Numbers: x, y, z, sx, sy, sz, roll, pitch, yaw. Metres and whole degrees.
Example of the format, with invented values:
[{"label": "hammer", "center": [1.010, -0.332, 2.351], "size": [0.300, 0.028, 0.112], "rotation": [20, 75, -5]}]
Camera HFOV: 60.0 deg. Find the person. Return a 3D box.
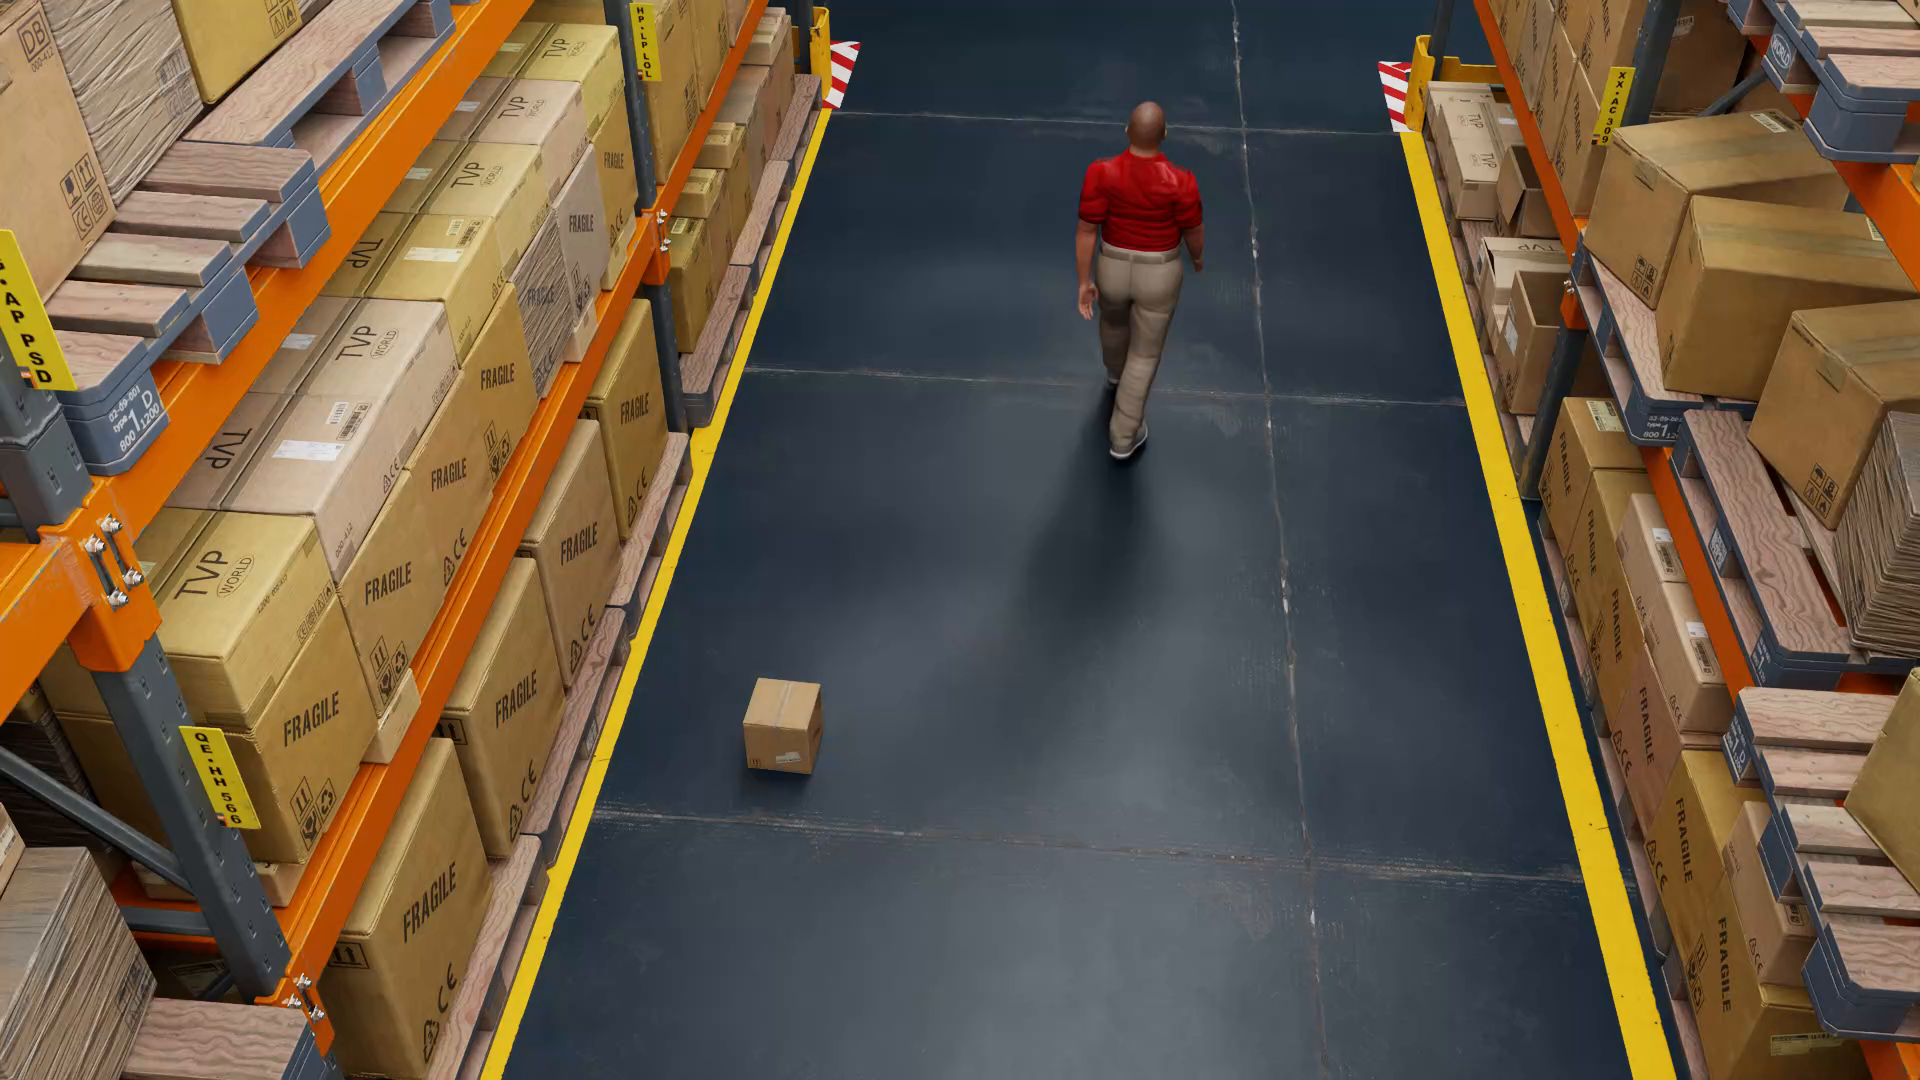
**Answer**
[{"label": "person", "center": [0.860, -1.280, 7.703], "size": [0.534, 1.712, 0.896], "rotation": [14, 42, 16]}]
